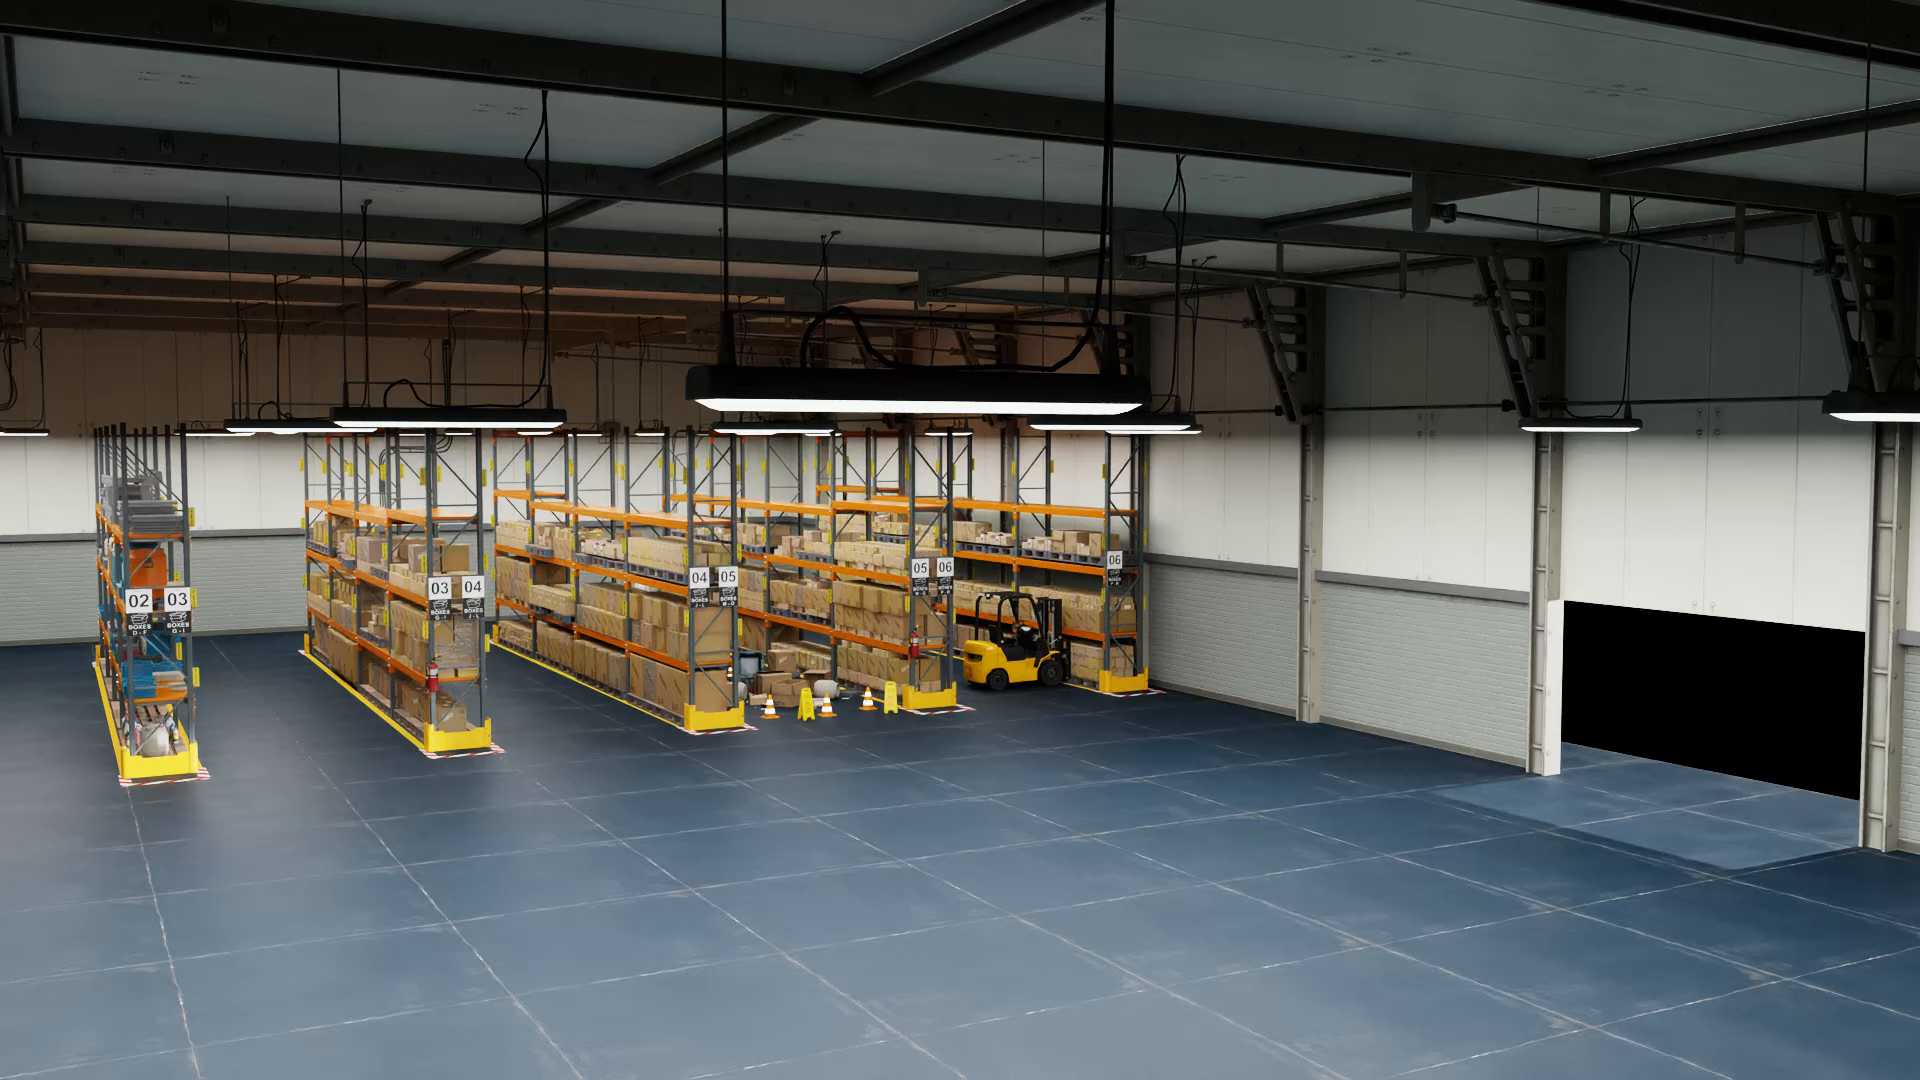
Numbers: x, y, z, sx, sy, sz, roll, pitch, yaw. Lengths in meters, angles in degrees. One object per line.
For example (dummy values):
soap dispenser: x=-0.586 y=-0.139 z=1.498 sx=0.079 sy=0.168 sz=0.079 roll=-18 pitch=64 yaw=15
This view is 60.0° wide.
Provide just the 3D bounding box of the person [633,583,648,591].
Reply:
person: x=-9.748 y=1.831 z=50.763 sx=0.562 sy=1.724 sz=0.359 roll=0 pitch=3 yaw=-6
